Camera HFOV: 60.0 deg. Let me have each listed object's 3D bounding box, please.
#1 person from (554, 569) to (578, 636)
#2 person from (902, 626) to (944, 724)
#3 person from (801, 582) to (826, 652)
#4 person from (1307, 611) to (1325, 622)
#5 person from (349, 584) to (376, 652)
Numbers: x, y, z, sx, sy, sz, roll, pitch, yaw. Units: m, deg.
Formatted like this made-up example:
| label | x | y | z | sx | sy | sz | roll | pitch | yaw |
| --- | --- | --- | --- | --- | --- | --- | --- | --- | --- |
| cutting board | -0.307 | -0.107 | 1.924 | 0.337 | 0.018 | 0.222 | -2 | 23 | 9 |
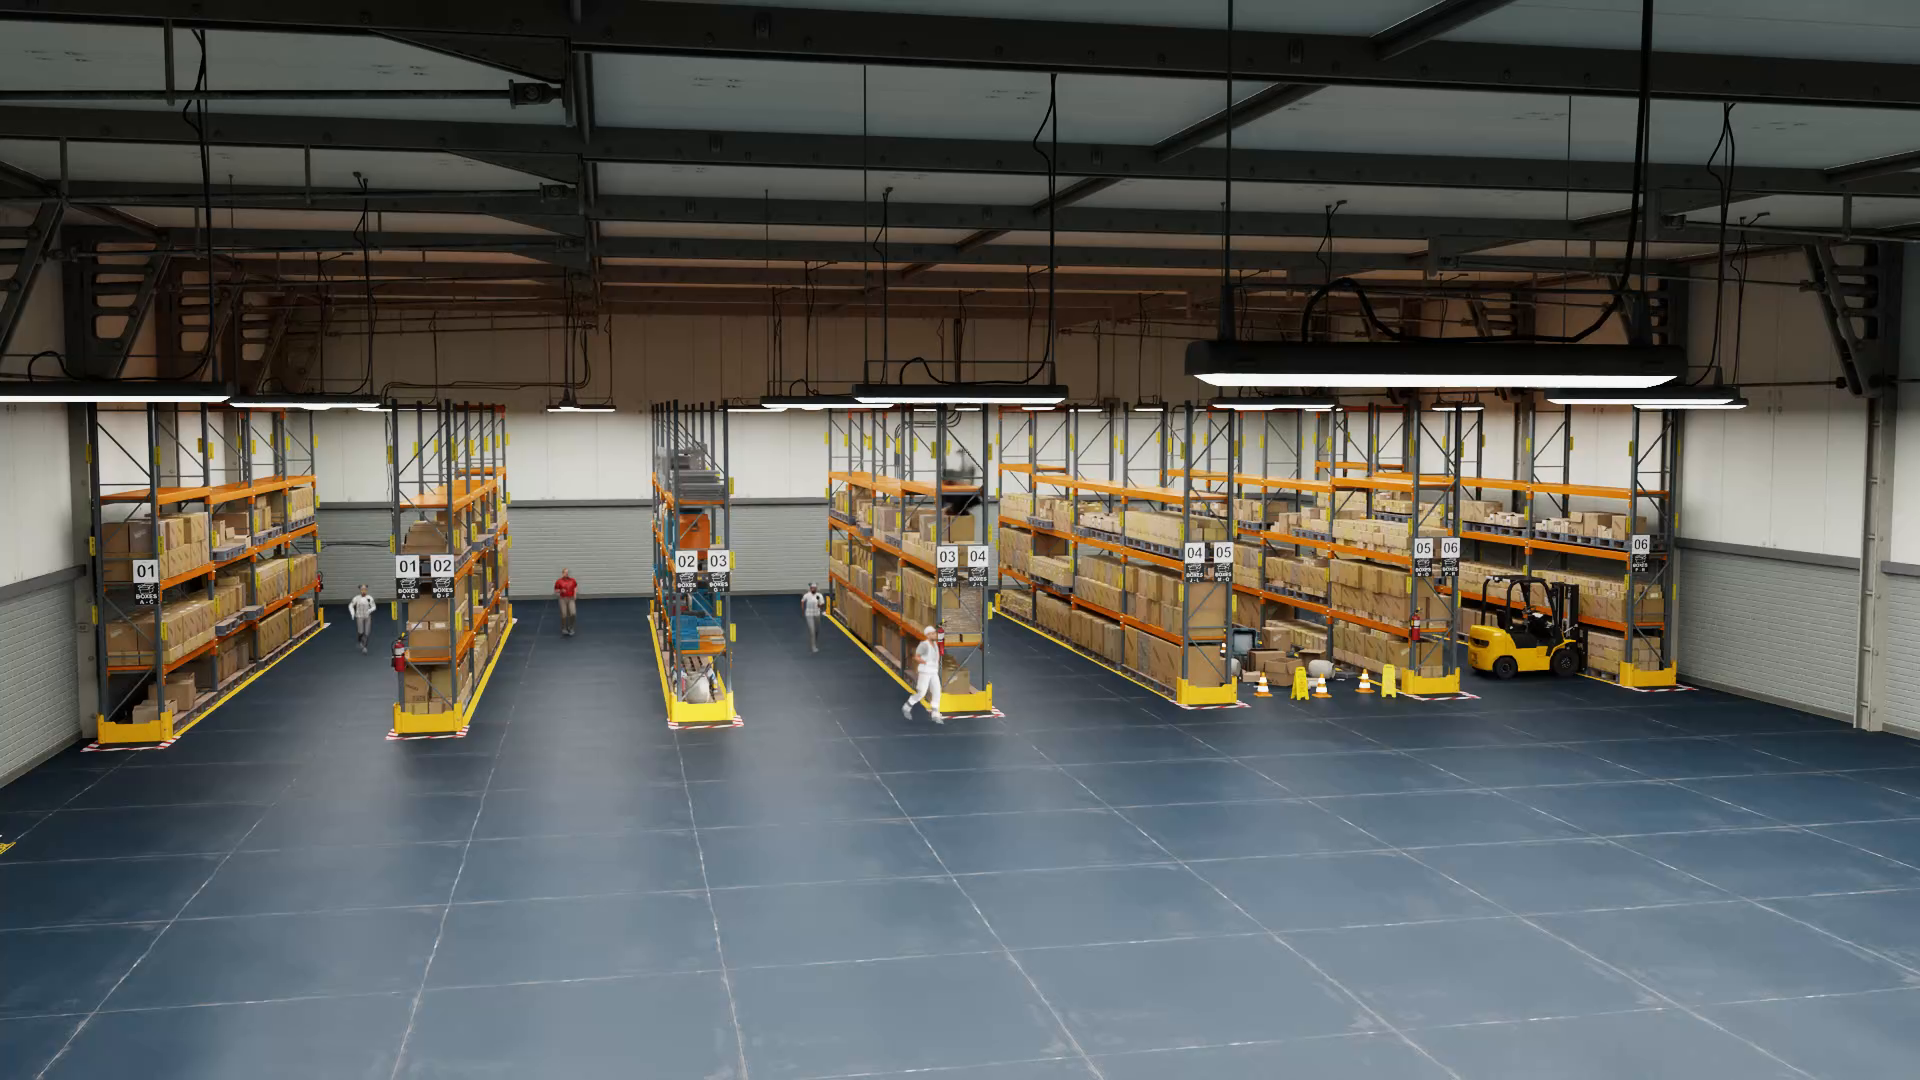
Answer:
| label | x | y | z | sx | sy | sz | roll | pitch | yaw |
| --- | --- | --- | --- | --- | --- | --- | --- | --- | --- |
| person | -10.186 | 1.630 | 43.128 | 0.644 | 1.765 | 0.710 | -2 | 5 | -23 |
| person | -0.602 | 2.493 | 30.908 | 0.927 | 1.781 | 0.686 | 3 | 5 | 37 |
| person | -3.545 | 1.834 | 40.216 | 0.577 | 1.672 | 0.907 | -1 | 4 | -15 |
| person | 9.736 | 1.495 | 45.370 | 0.542 | 1.579 | 0.886 | -2 | 5 | -22 |
| person | -14.319 | 1.884 | 39.923 | 0.599 | 1.651 | 0.562 | -2 | 5 | -27 |
